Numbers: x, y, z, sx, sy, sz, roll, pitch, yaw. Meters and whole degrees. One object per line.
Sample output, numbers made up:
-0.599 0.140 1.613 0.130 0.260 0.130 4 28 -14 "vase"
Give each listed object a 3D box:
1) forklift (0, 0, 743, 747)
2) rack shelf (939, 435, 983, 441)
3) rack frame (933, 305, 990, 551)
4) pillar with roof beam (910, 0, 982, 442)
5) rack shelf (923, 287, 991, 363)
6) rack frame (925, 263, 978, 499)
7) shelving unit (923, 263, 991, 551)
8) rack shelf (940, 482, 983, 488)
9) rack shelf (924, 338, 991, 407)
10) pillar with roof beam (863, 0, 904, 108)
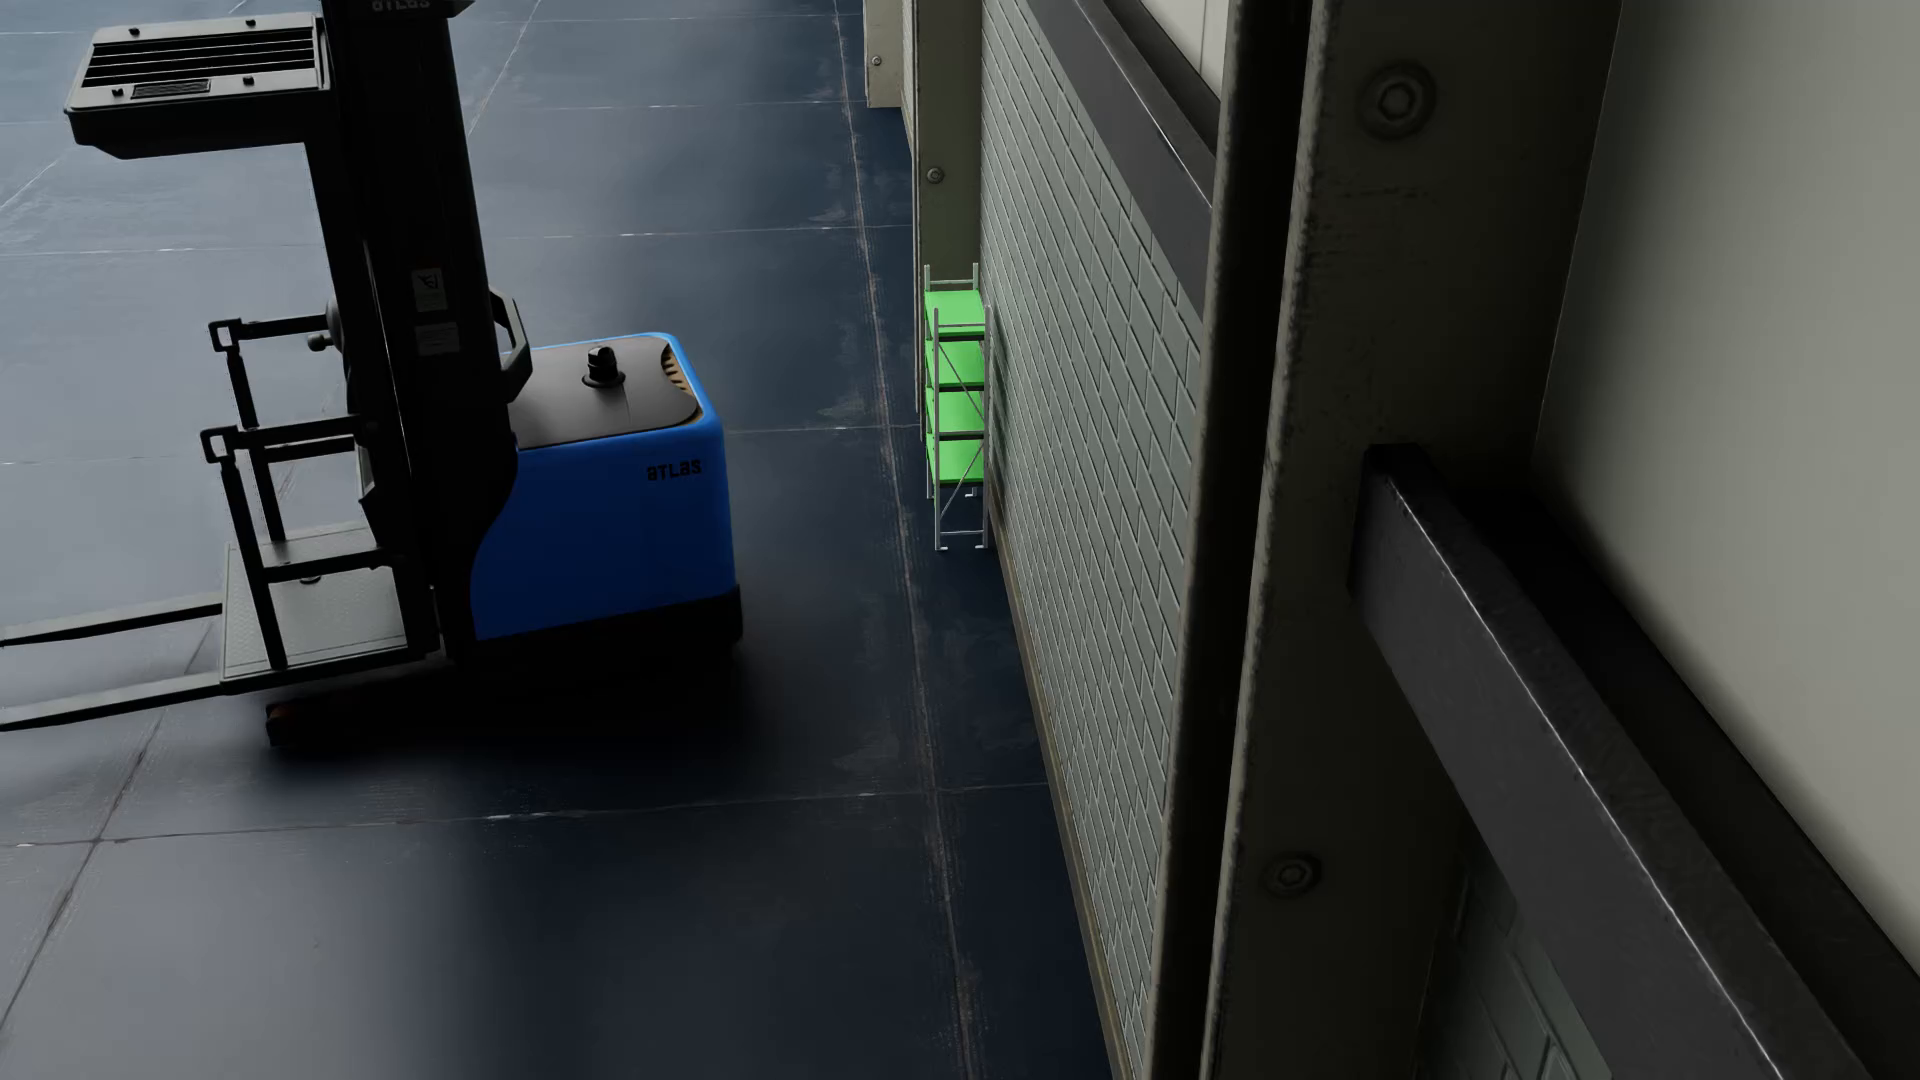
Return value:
-2.481 -0.765 6.173 3.031 2.935 1.130 -10 32 -17 "forklift"
-0.015 -0.569 7.602 0.199 0.029 0.442 -3 31 -5 "rack shelf"
0.007 -0.475 7.375 0.240 1.200 0.015 -3 31 -5 "rack frame"
-4.351 -4.272 6.127 9.100 9.000 0.400 -3 31 -5 "pillar with roof beam"
-0.016 -0.957 7.370 0.258 0.148 0.480 -3 31 -5 "rack shelf"
-0.038 -0.724 7.792 0.240 1.200 0.015 -3 31 -5 "rack frame"
-0.015 -0.600 7.584 0.258 1.200 0.503 -3 31 -5 "shelving unit"
-0.015 -0.363 7.725 0.199 0.029 0.442 -3 31 -5 "rack shelf"
-0.016 -0.751 7.494 0.258 0.148 0.480 -3 31 -5 "rack shelf"
-4.911 -7.335 11.255 9.100 9.000 0.400 -3 31 -5 "pillar with roof beam"
